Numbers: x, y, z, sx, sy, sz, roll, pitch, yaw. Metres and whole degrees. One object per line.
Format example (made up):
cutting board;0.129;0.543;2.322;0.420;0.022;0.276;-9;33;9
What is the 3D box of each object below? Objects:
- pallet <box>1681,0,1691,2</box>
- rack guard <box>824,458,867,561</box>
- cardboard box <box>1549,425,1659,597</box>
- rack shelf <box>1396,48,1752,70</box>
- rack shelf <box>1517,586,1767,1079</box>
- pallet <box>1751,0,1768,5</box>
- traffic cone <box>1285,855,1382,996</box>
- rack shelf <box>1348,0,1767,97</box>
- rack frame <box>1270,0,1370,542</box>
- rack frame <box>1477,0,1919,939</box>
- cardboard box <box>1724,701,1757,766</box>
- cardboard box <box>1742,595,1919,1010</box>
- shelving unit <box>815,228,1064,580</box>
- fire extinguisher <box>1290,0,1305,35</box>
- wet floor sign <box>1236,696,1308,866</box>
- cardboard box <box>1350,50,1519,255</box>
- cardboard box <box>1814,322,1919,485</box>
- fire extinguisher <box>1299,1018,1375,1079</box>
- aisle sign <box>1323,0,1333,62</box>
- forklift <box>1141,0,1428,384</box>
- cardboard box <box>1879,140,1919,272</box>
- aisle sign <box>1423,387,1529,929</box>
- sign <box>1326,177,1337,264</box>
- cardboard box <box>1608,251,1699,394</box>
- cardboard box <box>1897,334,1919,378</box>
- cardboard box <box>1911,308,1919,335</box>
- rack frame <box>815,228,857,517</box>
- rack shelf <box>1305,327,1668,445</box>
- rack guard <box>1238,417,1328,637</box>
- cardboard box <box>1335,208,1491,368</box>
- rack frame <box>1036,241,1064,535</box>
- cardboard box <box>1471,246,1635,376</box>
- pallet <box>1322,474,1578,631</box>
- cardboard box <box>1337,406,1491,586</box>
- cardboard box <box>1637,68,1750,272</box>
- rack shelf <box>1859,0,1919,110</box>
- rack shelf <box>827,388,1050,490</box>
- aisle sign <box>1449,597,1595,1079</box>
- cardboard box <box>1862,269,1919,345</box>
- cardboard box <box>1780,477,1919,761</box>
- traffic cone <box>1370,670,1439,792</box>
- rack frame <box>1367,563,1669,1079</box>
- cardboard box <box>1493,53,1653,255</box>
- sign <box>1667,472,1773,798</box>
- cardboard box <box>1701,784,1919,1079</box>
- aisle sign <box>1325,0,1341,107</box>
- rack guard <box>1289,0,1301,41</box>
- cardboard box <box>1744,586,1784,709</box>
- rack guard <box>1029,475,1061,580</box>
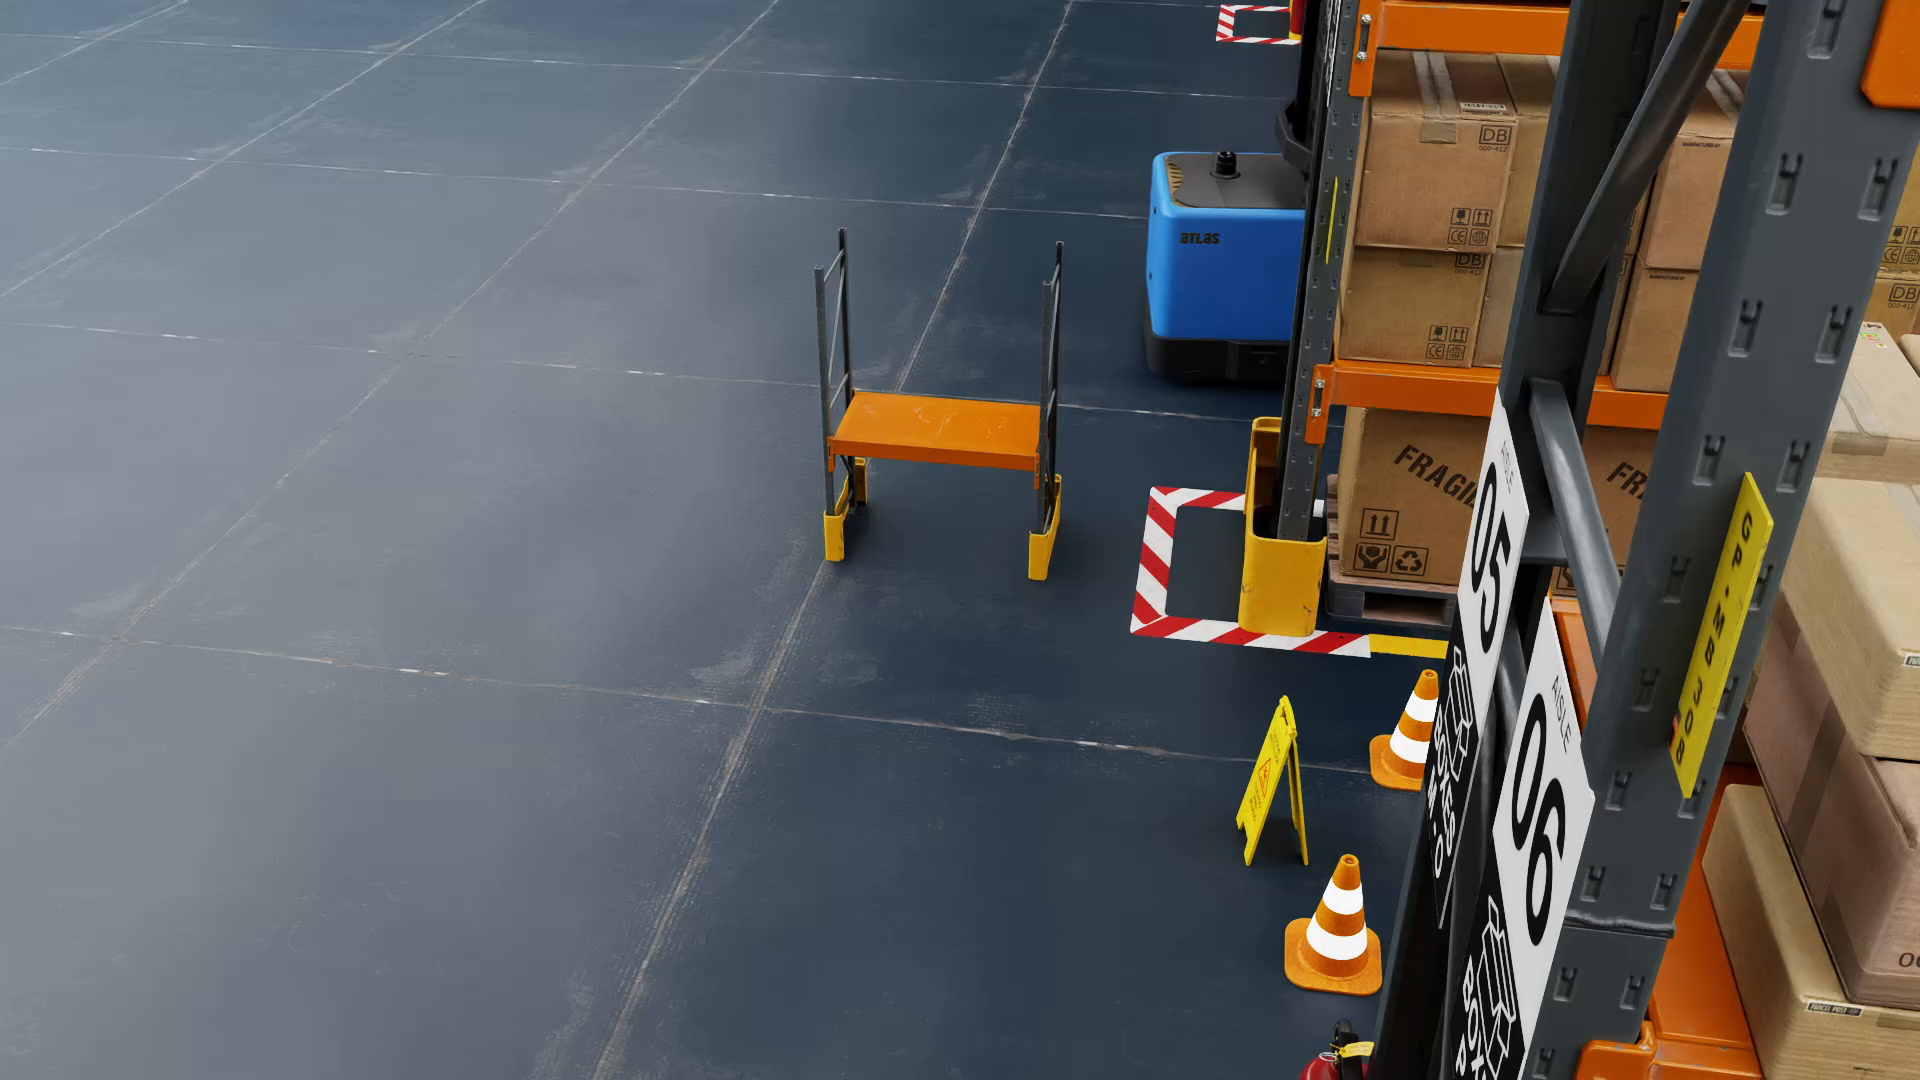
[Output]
pallet;2.293;-2.317;6.380;1.213;0.211;1.003;5;32;8
rack guard;-0.566;-0.157;8.266;0.087;0.250;0.587;5;32;8
cardboard box;3.107;-0.317;7.537;0.875;0.875;0.875;5;32;7
rack shelf;4.465;-3.245;11.285;4.000;0.370;1.077;5;32;8
rack shelf;2.798;0.667;2.209;4.000;0.370;1.077;5;32;8
pallet;3.499;-2.209;6.208;1.213;0.211;1.003;5;32;8
traffic cone;1.319;1.283;5.765;0.334;0.463;0.336;5;32;8
rack shelf;3.531;-1.931;6.359;4.000;0.370;1.077;5;32;8
rack frame;1.560;-1.143;7.250;0.127;3.000;1.000;5;32;8
rack frame;0.827;-1.088;1.507;0.127;3.000;1.000;5;32;8
cardboard box;1.225;0.175;2.553;0.250;0.149;0.380;5;32;8
cardboard box;1.277;0.305;1.970;0.500;0.250;0.500;5;32;7
shelving unit;-0.075;-0.643;7.863;1.083;1.500;0.587;5;32;8
fire extinguisher;2.458;-3.947;11.801;0.183;0.674;0.296;5;32;8
wet floor sign;1.198;0.888;6.224;0.232;0.644;0.267;0;32;0
cardboard box;1.919;-1.611;6.838;0.550;0.550;0.875;5;32;8
cardboard box;1.210;-0.173;2.357;0.250;0.149;0.380;5;32;9
fire extinguisher;0.791;1.236;3.521;0.183;0.674;0.296;5;32;8
aisle sign;1.540;-2.409;6.821;0.004;0.787;0.394;5;32;8
forklift;2.632;-2.368;9.271;3.031;2.935;1.130;1;32;2
cardboard box;3.550;-1.510;6.676;0.500;0.550;0.875;5;32;8
aisle sign;0.814;0.195;2.661;0.004;0.787;0.394;5;32;8
sign;1.460;-1.254;6.536;0.005;0.325;0.100;5;32;8
cardboard box;3.010;-1.044;6.950;0.550;0.550;0.875;5;32;8
cardboard box;1.457;-0.130;2.288;0.250;0.149;0.380;6;32;9
cardboard box;4.079;-1.024;6.917;0.550;0.550;0.875;5;32;8
rack frame;-0.585;-0.689;7.937;0.032;1.500;0.500;5;32;8
rack shelf;3.531;-0.660;7.155;4.000;0.370;1.077;5;32;8
rack guard;1.536;-0.086;7.916;0.348;0.500;1.175;5;32;8
cardboard box;1.933;-1.198;7.195;0.550;0.550;0.875;5;32;8
rack frame;0.417;-0.598;7.792;0.032;1.500;0.500;5;32;8
cardboard box;2.479;-1.160;7.134;0.550;0.550;0.875;5;32;8
pallet;2.361;0.069;7.941;1.213;0.211;1.003;5;32;8
cardboard box;2.239;-0.395;7.660;0.875;0.875;0.875;5;32;8
cardboard box;3.006;-1.489;6.643;0.550;0.550;0.875;5;32;8
rack shelf;2.798;-0.604;1.414;4.000;0.370;1.077;5;32;8
rack shelf;-0.084;-0.491;7.960;1.000;0.185;0.538;5;32;8
aisle sign;0.713;0.509;2.159;0.004;0.787;0.394;5;32;8
cardboard box;3.539;-1.019;6.909;0.500;0.550;0.875;5;32;8
cardboard box;1.143;0.090;1.937;0.250;0.149;0.380;5;32;8
traffic cone;1.844;0.722;6.660;0.334;0.463;0.336;5;32;8
rack frame;0.827;1.455;3.099;0.127;3.000;1.000;5;32;8
cardboard box;2.477;-1.610;6.837;0.550;0.550;0.875;5;32;8
sign;0.735;0.096;1.618;0.005;0.325;0.100;5;32;8
cardboard box;1.099;0.489;2.051;0.250;0.149;0.380;5;32;8
aisle sign;1.439;-2.095;6.319;0.004;0.787;0.394;5;32;8
rack guard;3.410;-5.277;16.210;0.348;0.500;1.175;5;32;8
cardboard box;1.376;0.025;2.416;0.500;0.250;0.500;5;32;8
rack guard;0.416;-0.068;8.124;0.087;0.250;0.587;5;32;8
